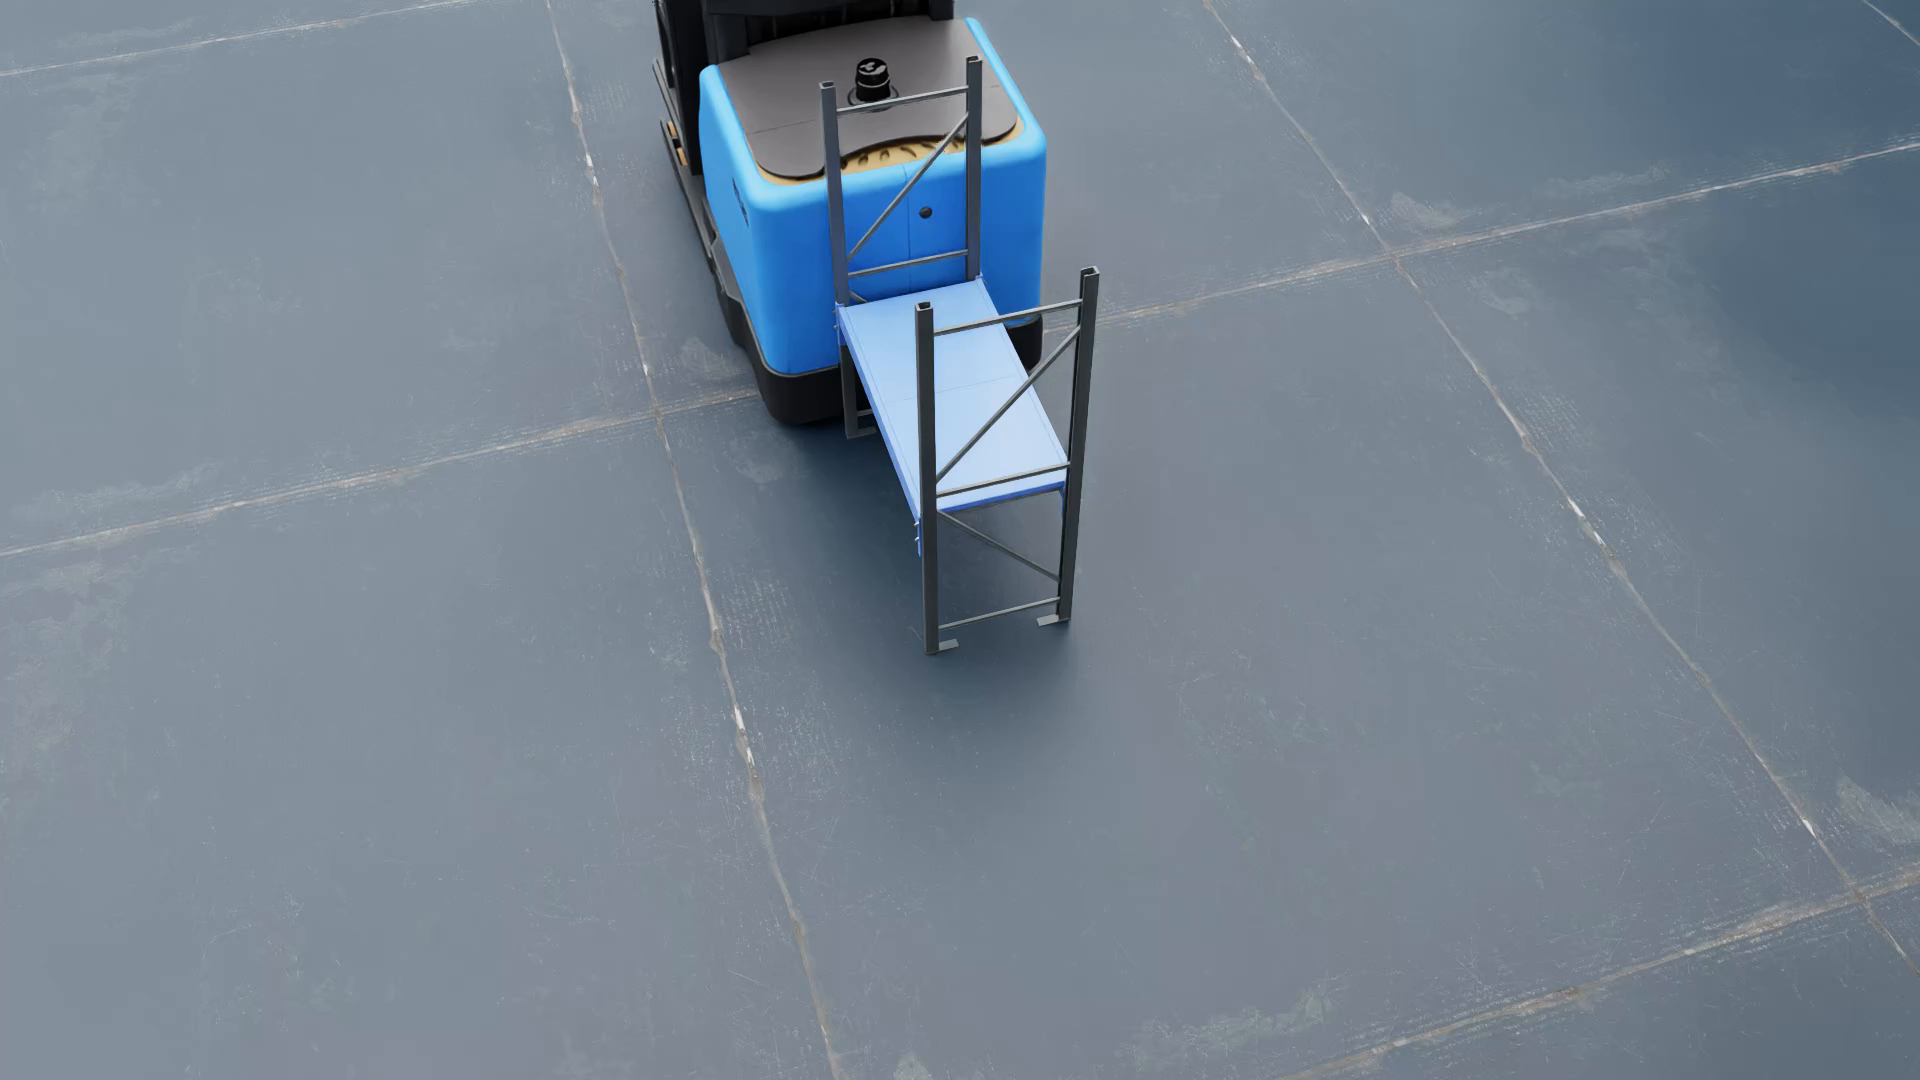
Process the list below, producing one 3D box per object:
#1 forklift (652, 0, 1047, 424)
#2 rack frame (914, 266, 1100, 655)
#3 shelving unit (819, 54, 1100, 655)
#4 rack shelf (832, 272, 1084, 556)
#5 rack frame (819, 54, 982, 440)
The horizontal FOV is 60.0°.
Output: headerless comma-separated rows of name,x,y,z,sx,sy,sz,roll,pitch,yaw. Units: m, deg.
forklift,-0.636,-2.519,5.957,1.130,2.935,3.031,-14,51,-12
rack frame,0.125,-0.174,4.916,0.500,1.500,0.032,-13,51,-11
shelving unit,-0.025,-0.546,5.229,0.538,1.500,1.048,-13,51,-11
rack shelf,-0.025,-0.430,5.367,0.538,0.185,1.000,-13,51,-11
rack frame,-0.176,-0.917,5.542,0.500,1.500,0.032,-13,51,-11
